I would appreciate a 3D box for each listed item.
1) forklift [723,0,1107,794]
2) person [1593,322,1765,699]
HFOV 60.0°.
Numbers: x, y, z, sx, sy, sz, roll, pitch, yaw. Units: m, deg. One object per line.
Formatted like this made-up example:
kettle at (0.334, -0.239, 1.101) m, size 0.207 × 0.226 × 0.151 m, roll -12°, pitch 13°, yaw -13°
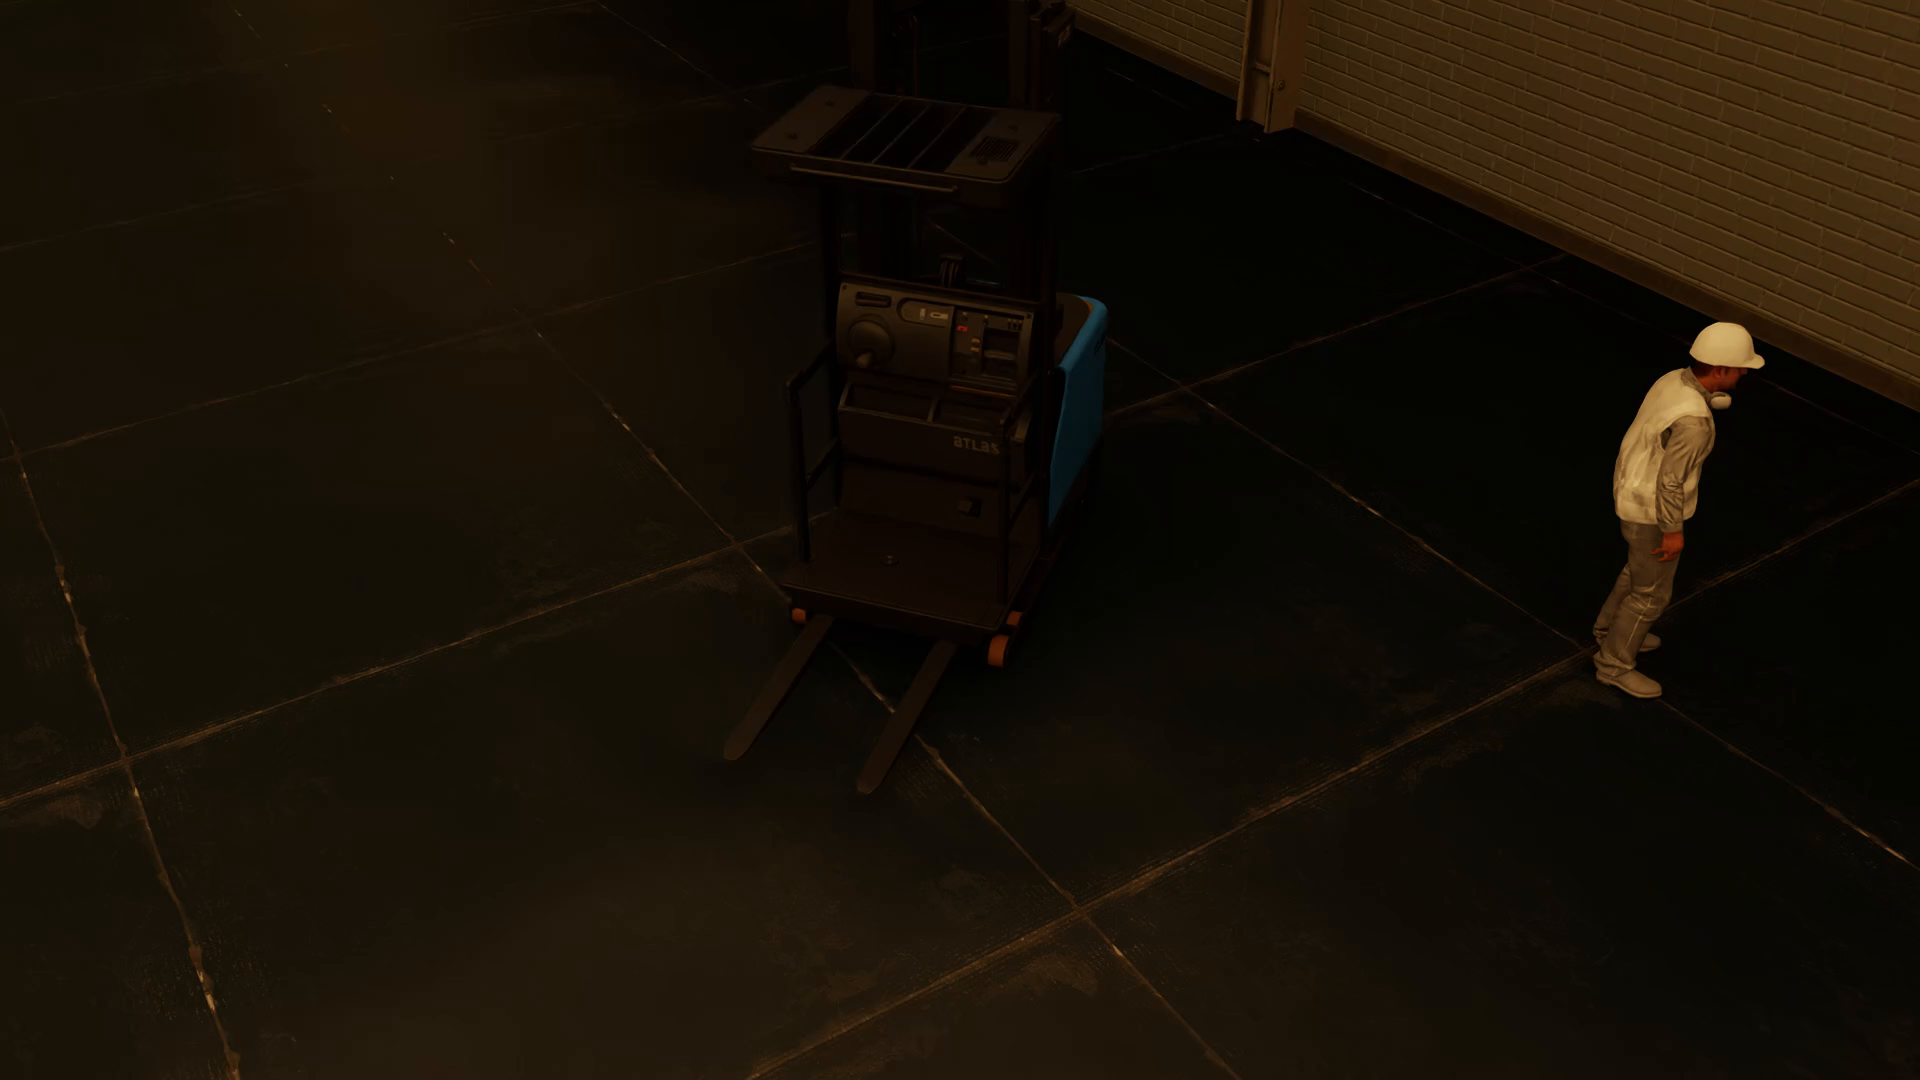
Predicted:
forklift at (-0.187, -0.859, 7.370) m, size 1.130 × 2.935 × 3.031 m, roll 11°, pitch 37°, yaw 16°
person at (3.125, -0.162, 7.389) m, size 0.464 × 1.770 × 0.583 m, roll 9°, pitch 36°, yaw 13°
